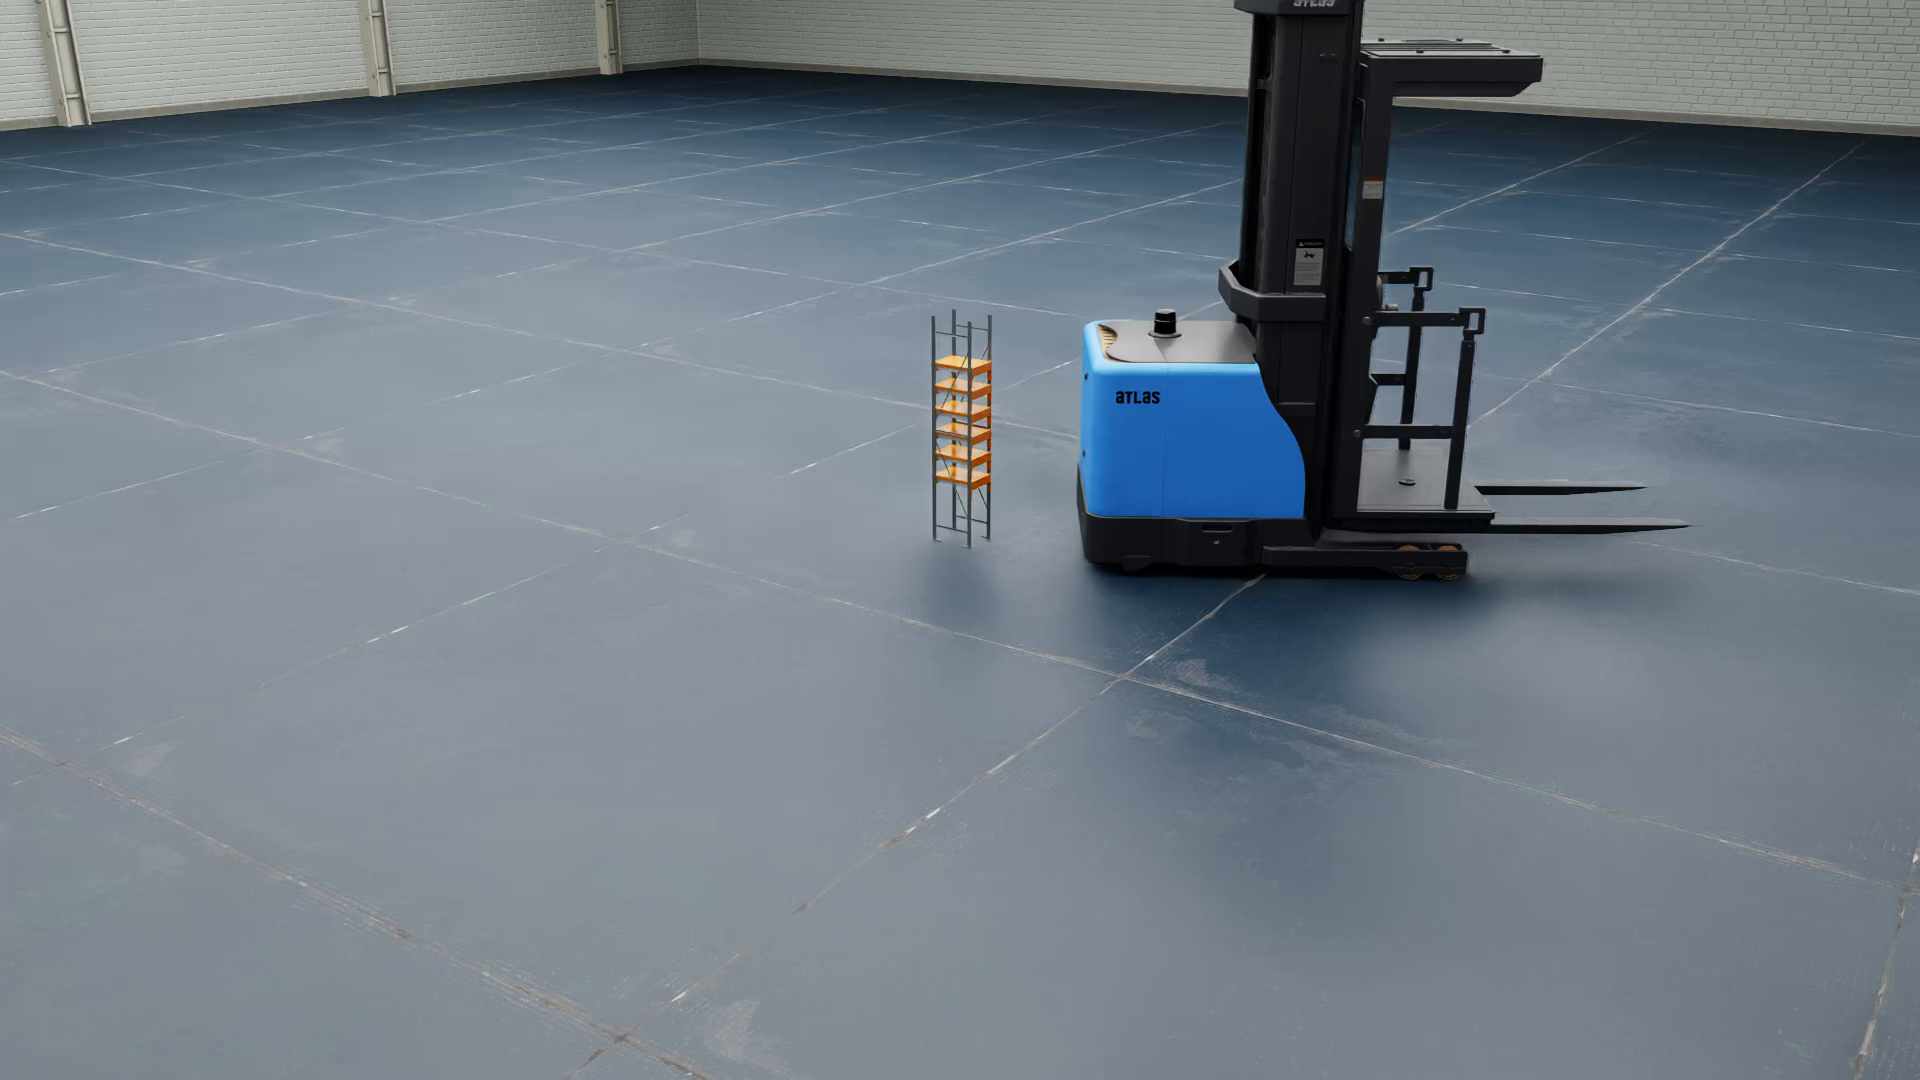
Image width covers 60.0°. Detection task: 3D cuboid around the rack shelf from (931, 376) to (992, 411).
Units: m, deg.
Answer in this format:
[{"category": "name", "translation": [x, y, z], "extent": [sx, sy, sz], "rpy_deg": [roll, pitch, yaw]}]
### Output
[{"category": "rack shelf", "translation": [0.008, -0.750, 8.500], "extent": [0.258, 0.103, 0.180], "rpy_deg": [13, 24, 32]}]

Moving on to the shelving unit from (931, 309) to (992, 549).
[{"category": "shelving unit", "translation": [0.008, -0.567, 8.568], "extent": [0.258, 1.200, 0.189], "rpy_deg": [13, 24, 32]}]

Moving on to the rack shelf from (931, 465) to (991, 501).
[{"category": "rack shelf", "translation": [0.008, -0.300, 8.667], "extent": [0.258, 0.103, 0.180], "rpy_deg": [13, 24, 32]}]

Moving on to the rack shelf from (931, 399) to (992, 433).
[{"category": "rack shelf", "translation": [0.008, -0.638, 8.542], "extent": [0.258, 0.103, 0.180], "rpy_deg": [13, 24, 32]}]

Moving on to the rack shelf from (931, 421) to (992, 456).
[{"category": "rack shelf", "translation": [0.008, -0.525, 8.583], "extent": [0.258, 0.103, 0.180], "rpy_deg": [13, 24, 32]}]

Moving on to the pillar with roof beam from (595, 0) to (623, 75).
[{"category": "pillar with roof beam", "translation": [-4.047, -13.556, 32.441], "extent": [9.100, 9.000, 0.400], "rpy_deg": [13, 24, 32]}]

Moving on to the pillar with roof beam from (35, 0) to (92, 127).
[{"category": "pillar with roof beam", "translation": [-10.792, -10.113, 23.133], "extent": [9.100, 9.000, 0.400], "rpy_deg": [13, 24, 32]}]

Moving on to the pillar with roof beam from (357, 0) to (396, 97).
[{"category": "pillar with roof beam", "translation": [-7.420, -11.834, 27.787], "extent": [9.100, 9.000, 0.400], "rpy_deg": [13, 24, 32]}]

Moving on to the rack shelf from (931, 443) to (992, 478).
[{"category": "rack shelf", "translation": [0.008, -0.413, 8.625], "extent": [0.258, 0.103, 0.180], "rpy_deg": [13, 24, 32]}]

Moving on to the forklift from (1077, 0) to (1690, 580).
[{"category": "forklift", "translation": [2.147, -1.364, 8.228], "extent": [3.031, 2.935, 1.130], "rpy_deg": [0, 20, 1]}]

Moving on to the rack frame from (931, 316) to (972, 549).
[{"category": "rack frame", "translation": [-0.043, -0.541, 8.497], "extent": [0.240, 1.200, 0.006], "rpy_deg": [13, 24, 32]}]

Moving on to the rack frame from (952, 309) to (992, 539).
[{"category": "rack frame", "translation": [0.060, -0.593, 8.639], "extent": [0.240, 1.200, 0.006], "rpy_deg": [13, 24, 32]}]

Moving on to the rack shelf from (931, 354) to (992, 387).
[{"category": "rack shelf", "translation": [0.008, -0.863, 8.459], "extent": [0.258, 0.103, 0.180], "rpy_deg": [13, 24, 32]}]
